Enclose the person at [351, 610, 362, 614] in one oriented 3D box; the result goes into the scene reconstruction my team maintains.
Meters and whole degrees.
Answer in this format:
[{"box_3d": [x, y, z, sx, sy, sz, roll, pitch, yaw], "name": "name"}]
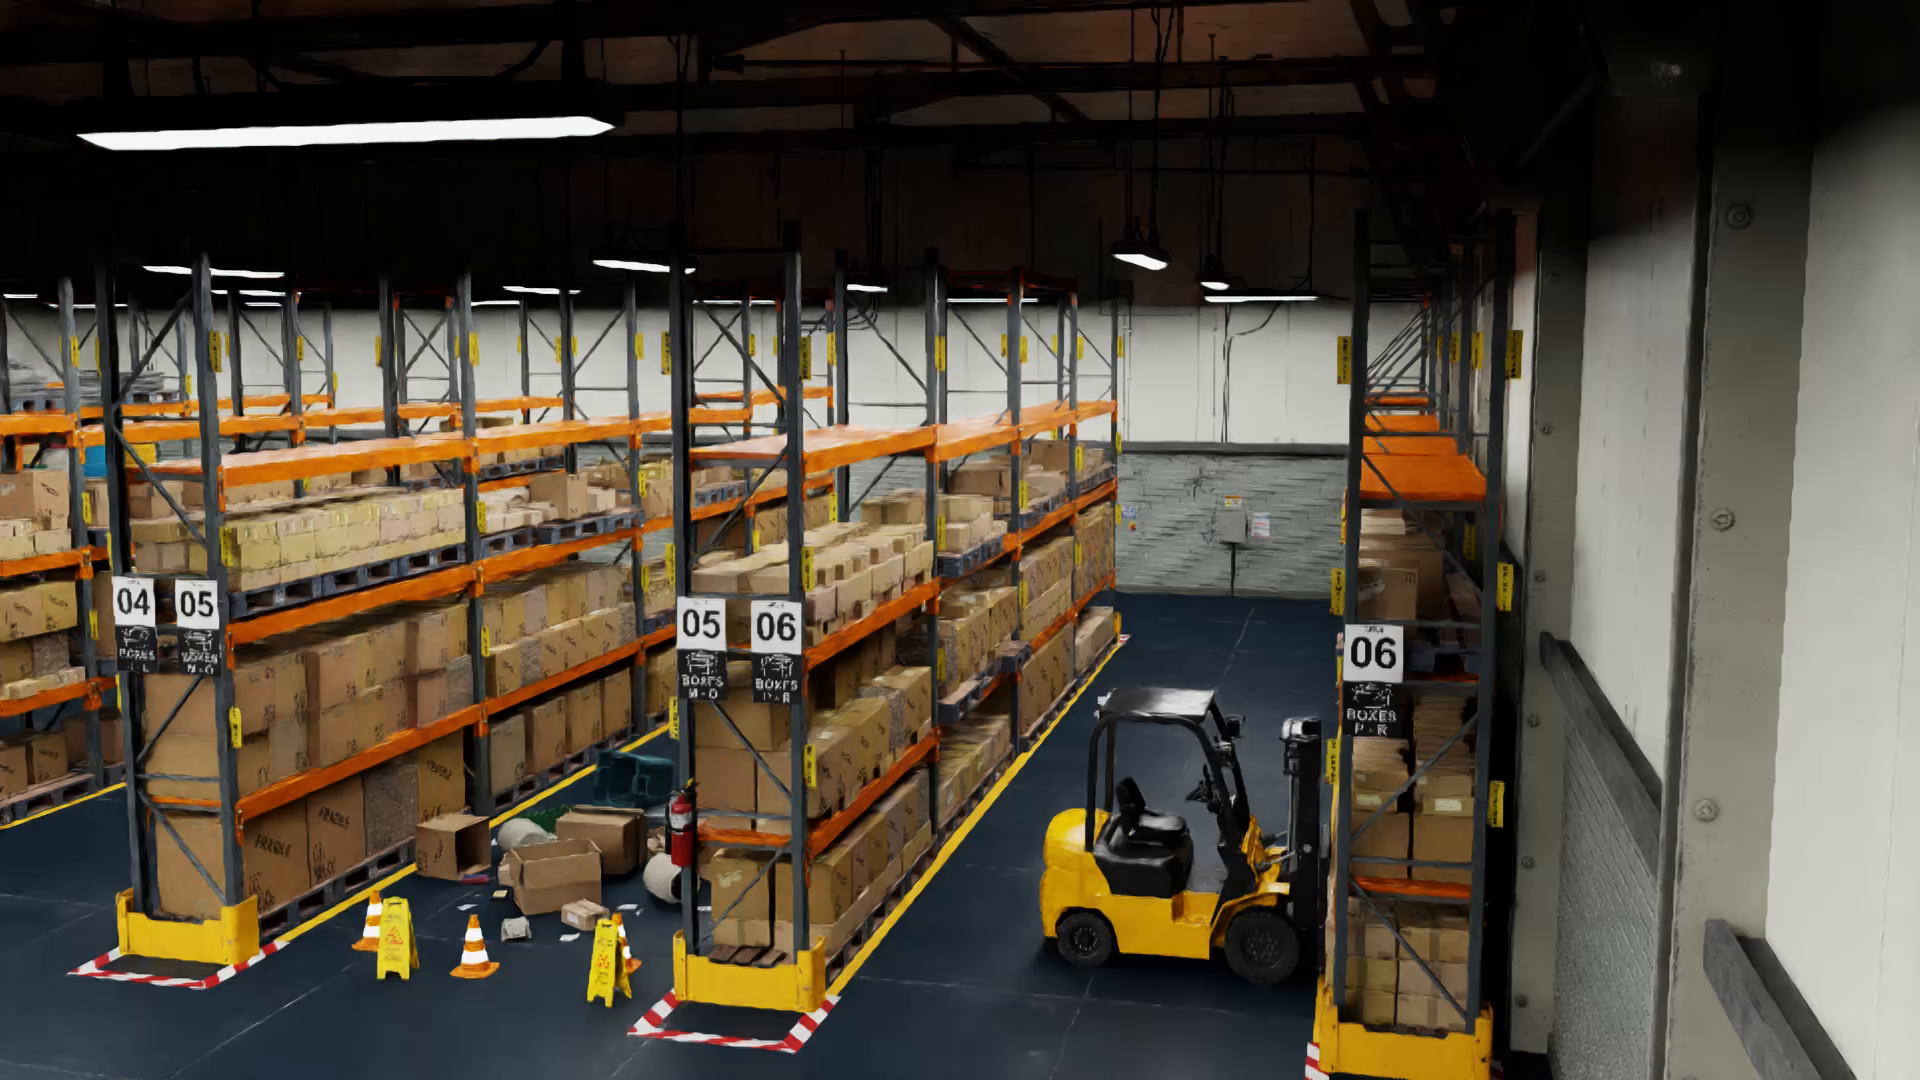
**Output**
[{"box_3d": [-7.983, 1.556, 22.342, 0.430, 1.776, 0.674, 0, 7, 0], "name": "person"}]
